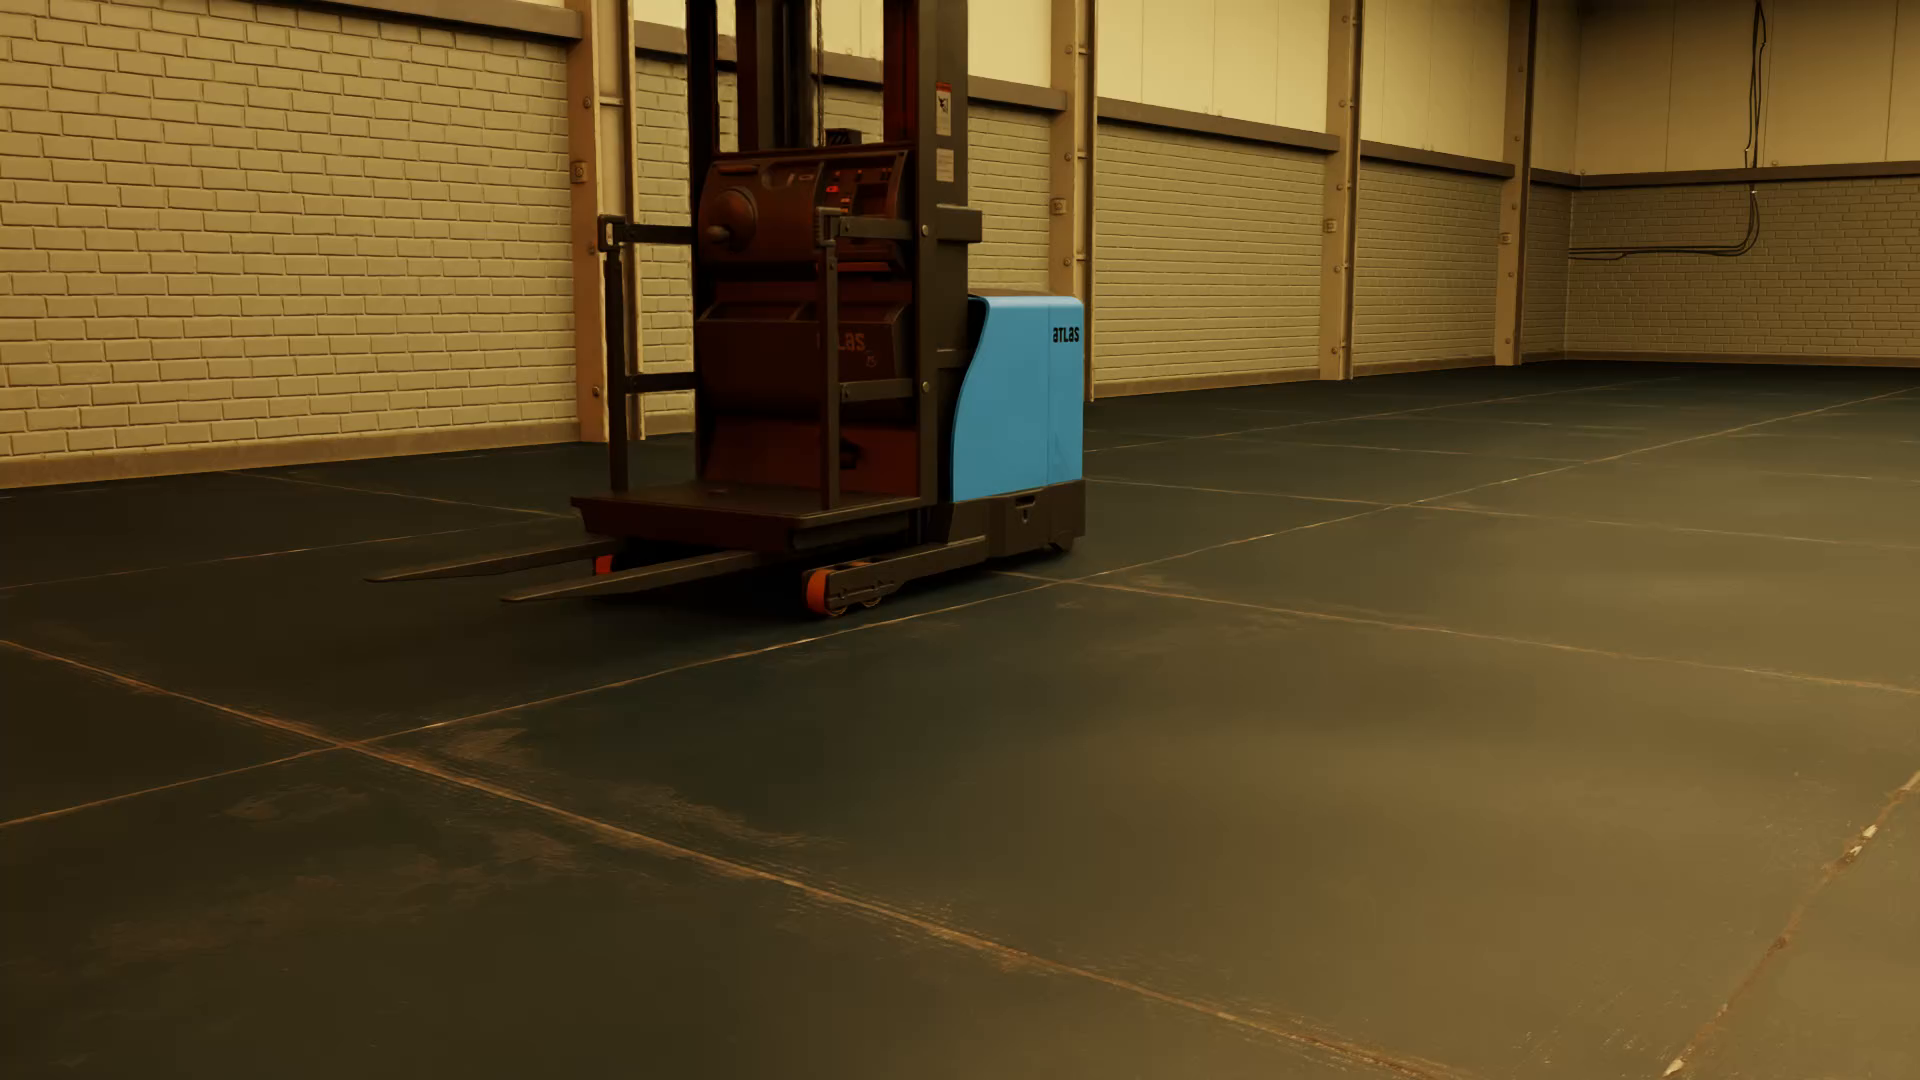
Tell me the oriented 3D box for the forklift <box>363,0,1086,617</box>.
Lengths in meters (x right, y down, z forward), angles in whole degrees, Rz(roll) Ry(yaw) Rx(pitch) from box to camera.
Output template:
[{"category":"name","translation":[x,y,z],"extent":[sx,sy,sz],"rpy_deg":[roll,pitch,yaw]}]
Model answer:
[{"category":"forklift","translation":[-0.703,-1.268,5.945],"extent":[1.130,2.935,3.031],"rpy_deg":[6,10,33]}]
